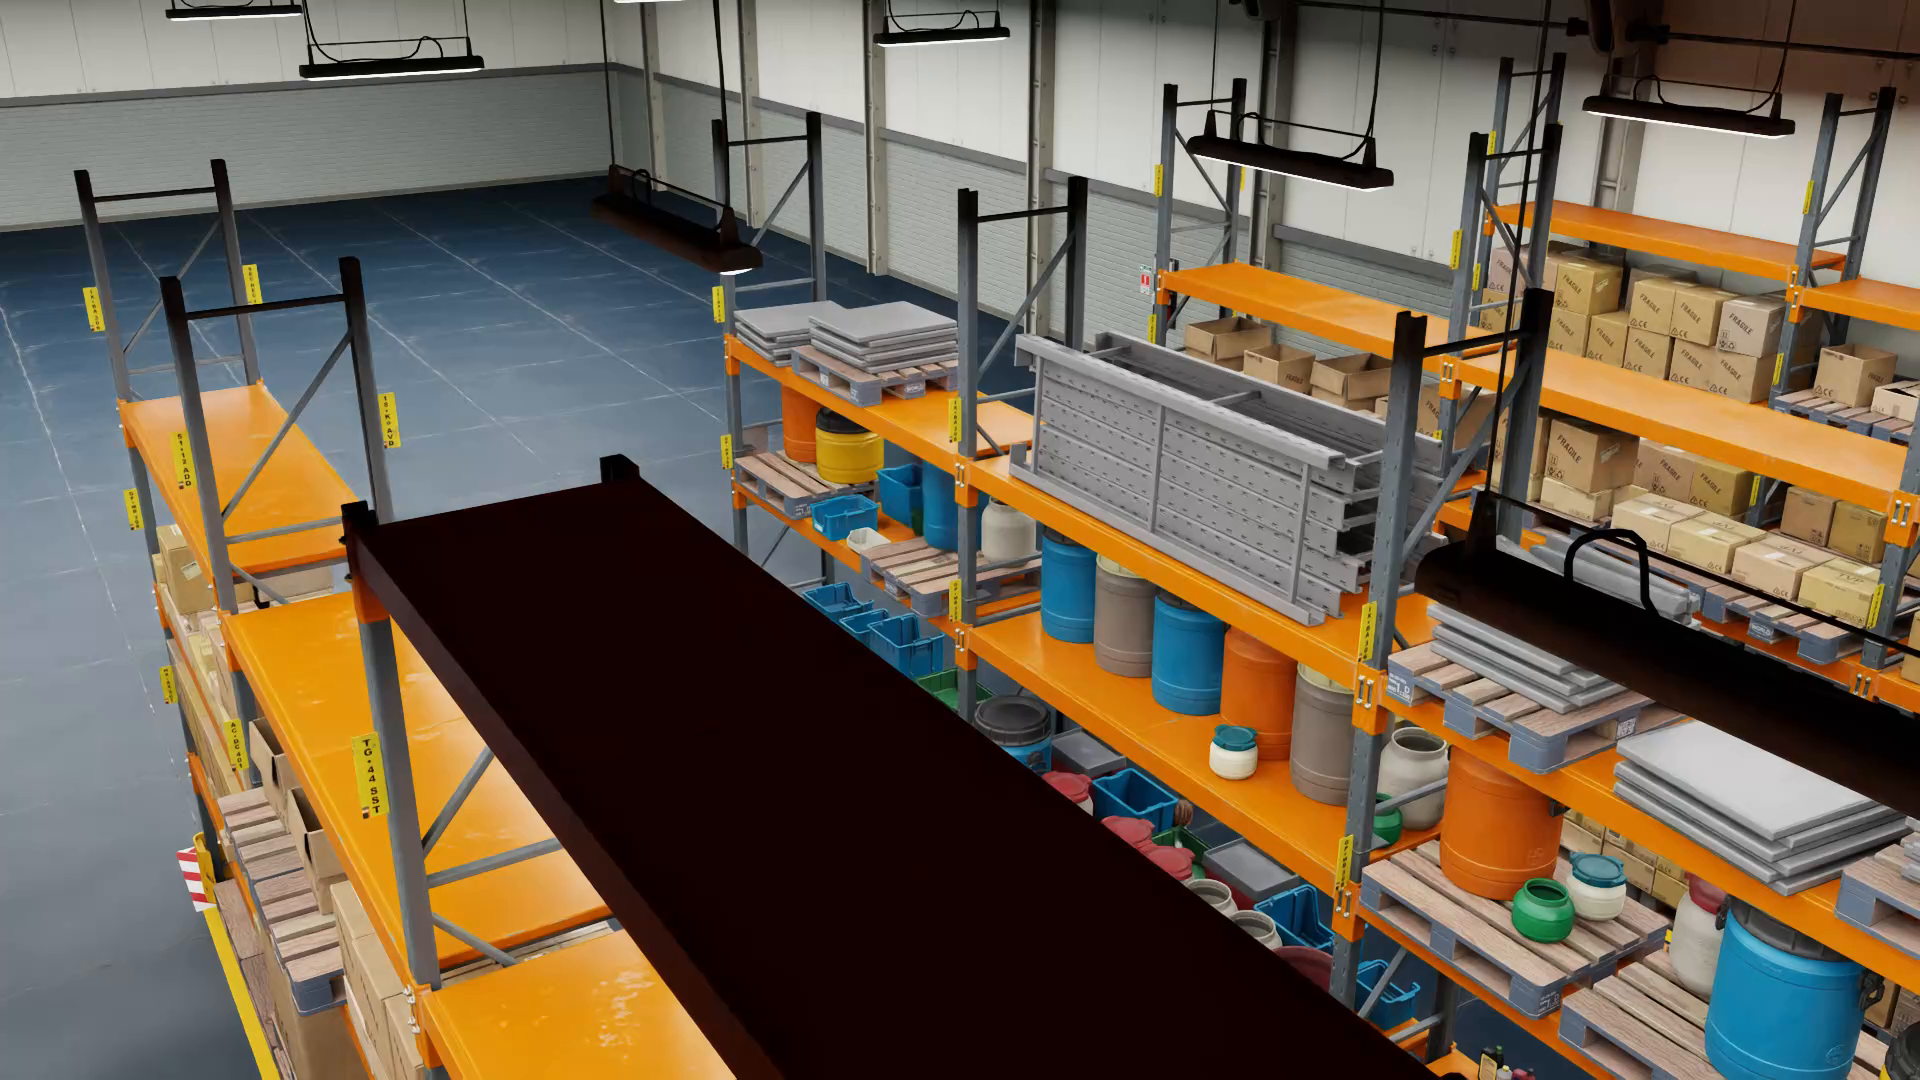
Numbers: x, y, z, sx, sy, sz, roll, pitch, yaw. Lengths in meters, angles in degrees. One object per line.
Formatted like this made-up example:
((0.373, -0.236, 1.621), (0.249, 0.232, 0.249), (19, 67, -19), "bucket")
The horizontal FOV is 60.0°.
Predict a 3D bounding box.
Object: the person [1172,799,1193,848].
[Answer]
((1.619, 2.671, 12.544), (0.687, 1.600, 0.475), (1, 22, 3), "person")
